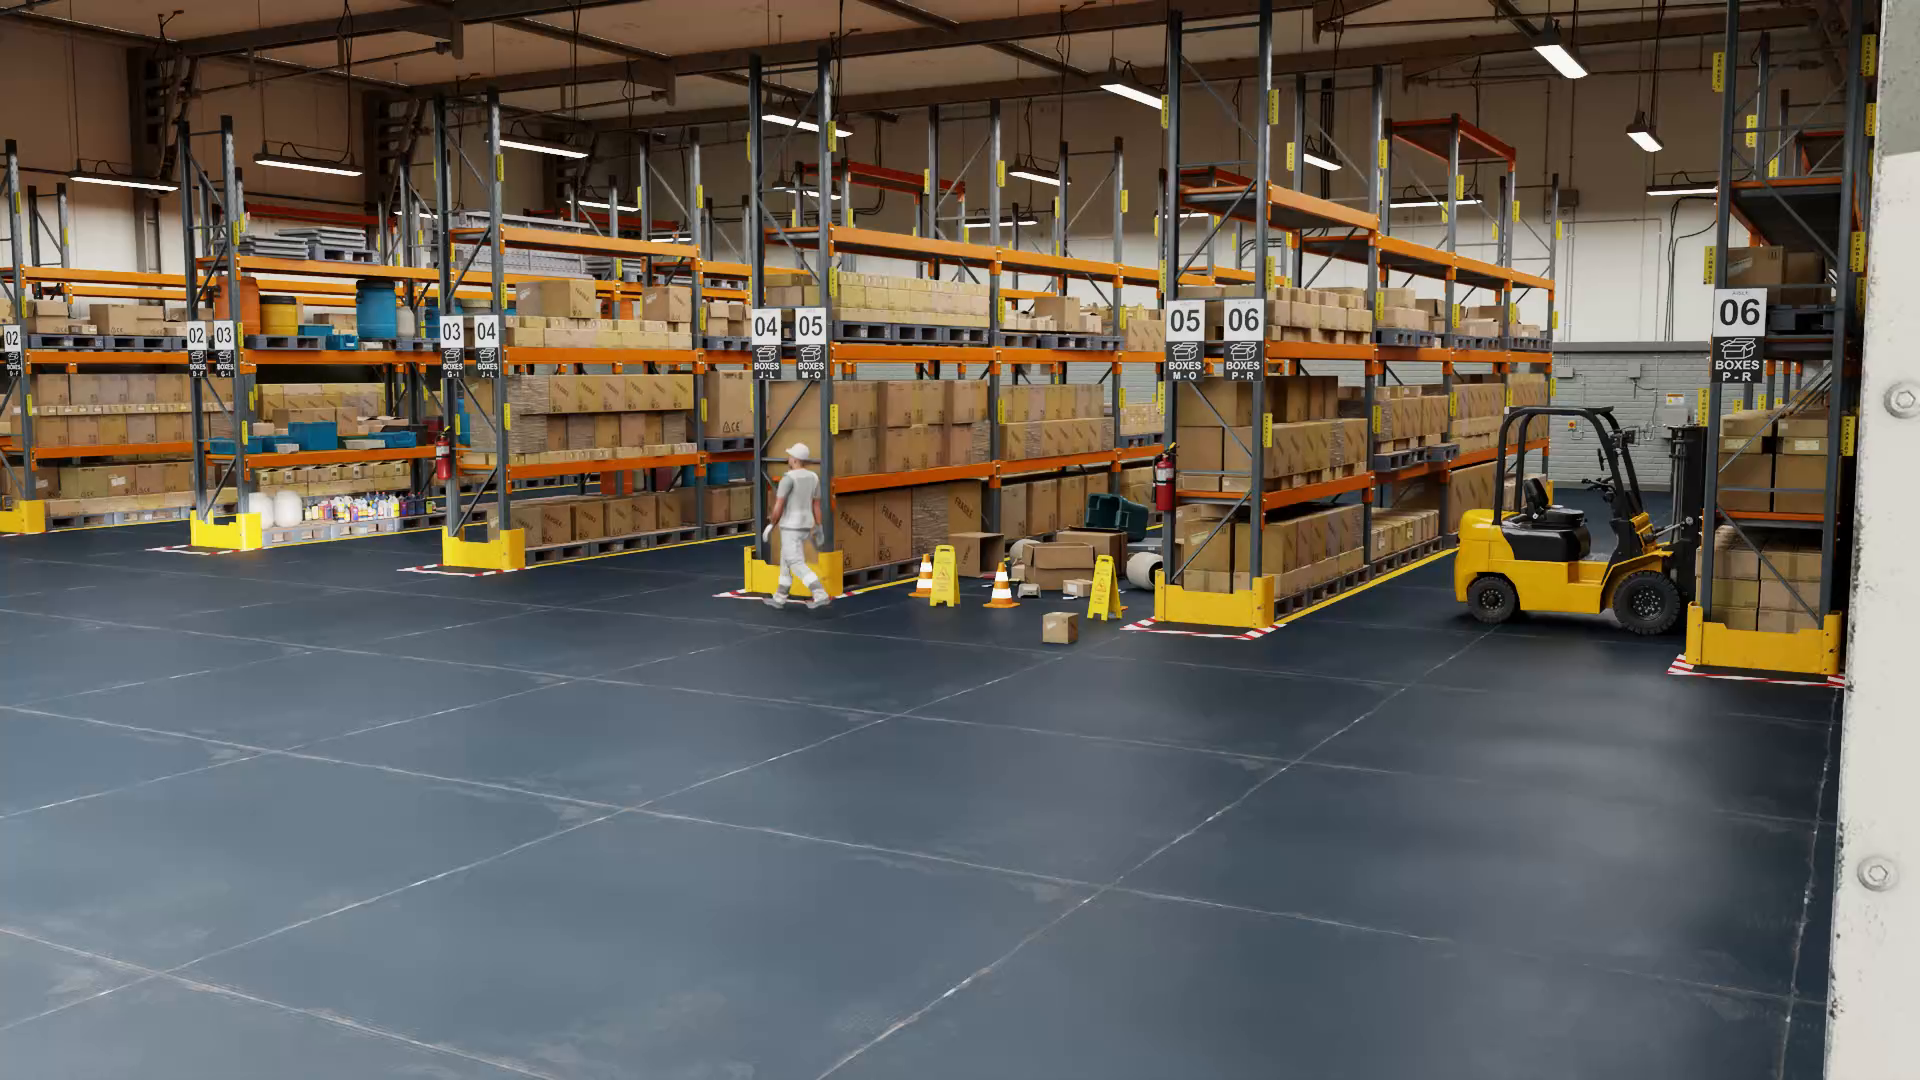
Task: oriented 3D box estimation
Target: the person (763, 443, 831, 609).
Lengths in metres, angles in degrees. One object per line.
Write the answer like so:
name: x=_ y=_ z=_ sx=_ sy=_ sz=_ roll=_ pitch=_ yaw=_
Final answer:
person: x=-1.716 y=-0.125 z=17.183 sx=1.026 sy=1.749 sz=0.580 roll=4 pitch=7 yaw=36
